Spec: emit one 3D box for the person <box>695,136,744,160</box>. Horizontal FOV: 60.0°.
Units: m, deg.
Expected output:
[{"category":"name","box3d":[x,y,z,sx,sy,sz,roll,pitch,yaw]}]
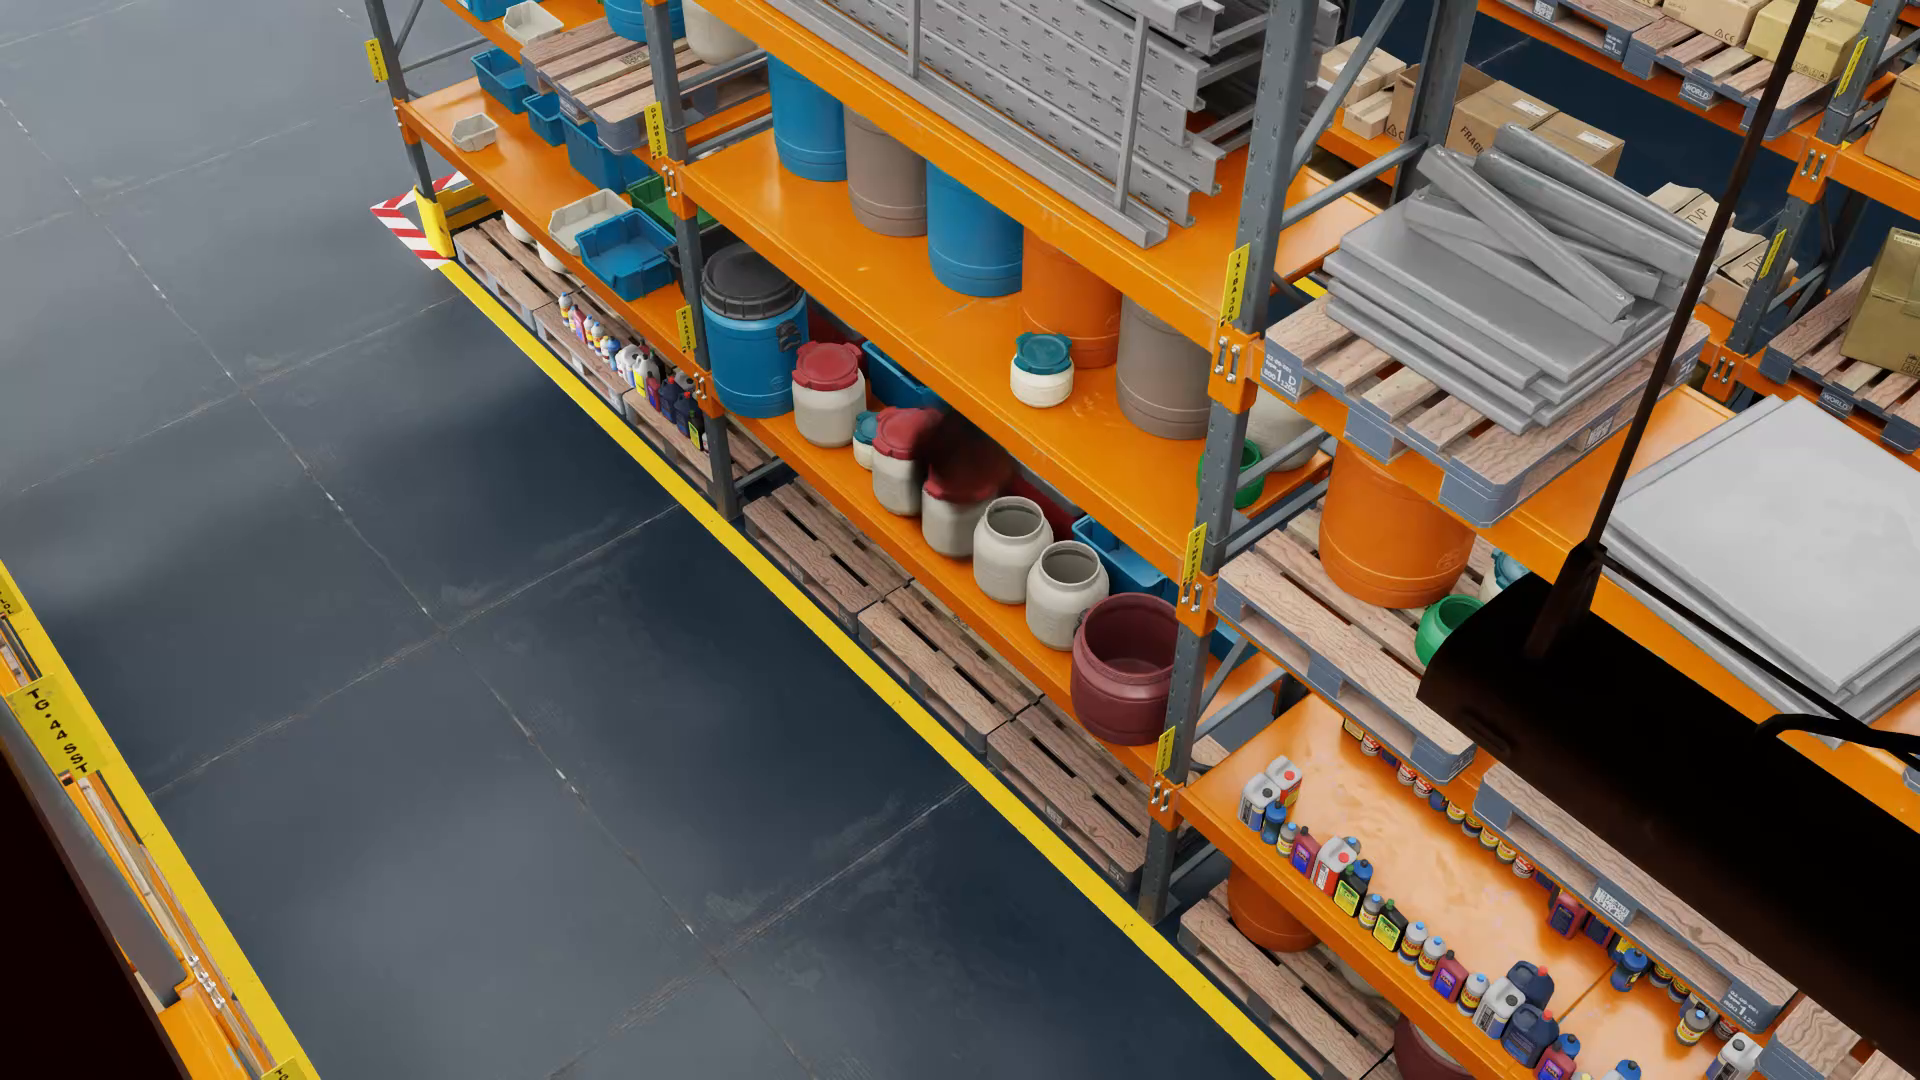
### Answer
[{"category":"person","box3d":[-1.997,-3.765,13.345,0.361,1.780,0.607,-30,53,-25]}]
